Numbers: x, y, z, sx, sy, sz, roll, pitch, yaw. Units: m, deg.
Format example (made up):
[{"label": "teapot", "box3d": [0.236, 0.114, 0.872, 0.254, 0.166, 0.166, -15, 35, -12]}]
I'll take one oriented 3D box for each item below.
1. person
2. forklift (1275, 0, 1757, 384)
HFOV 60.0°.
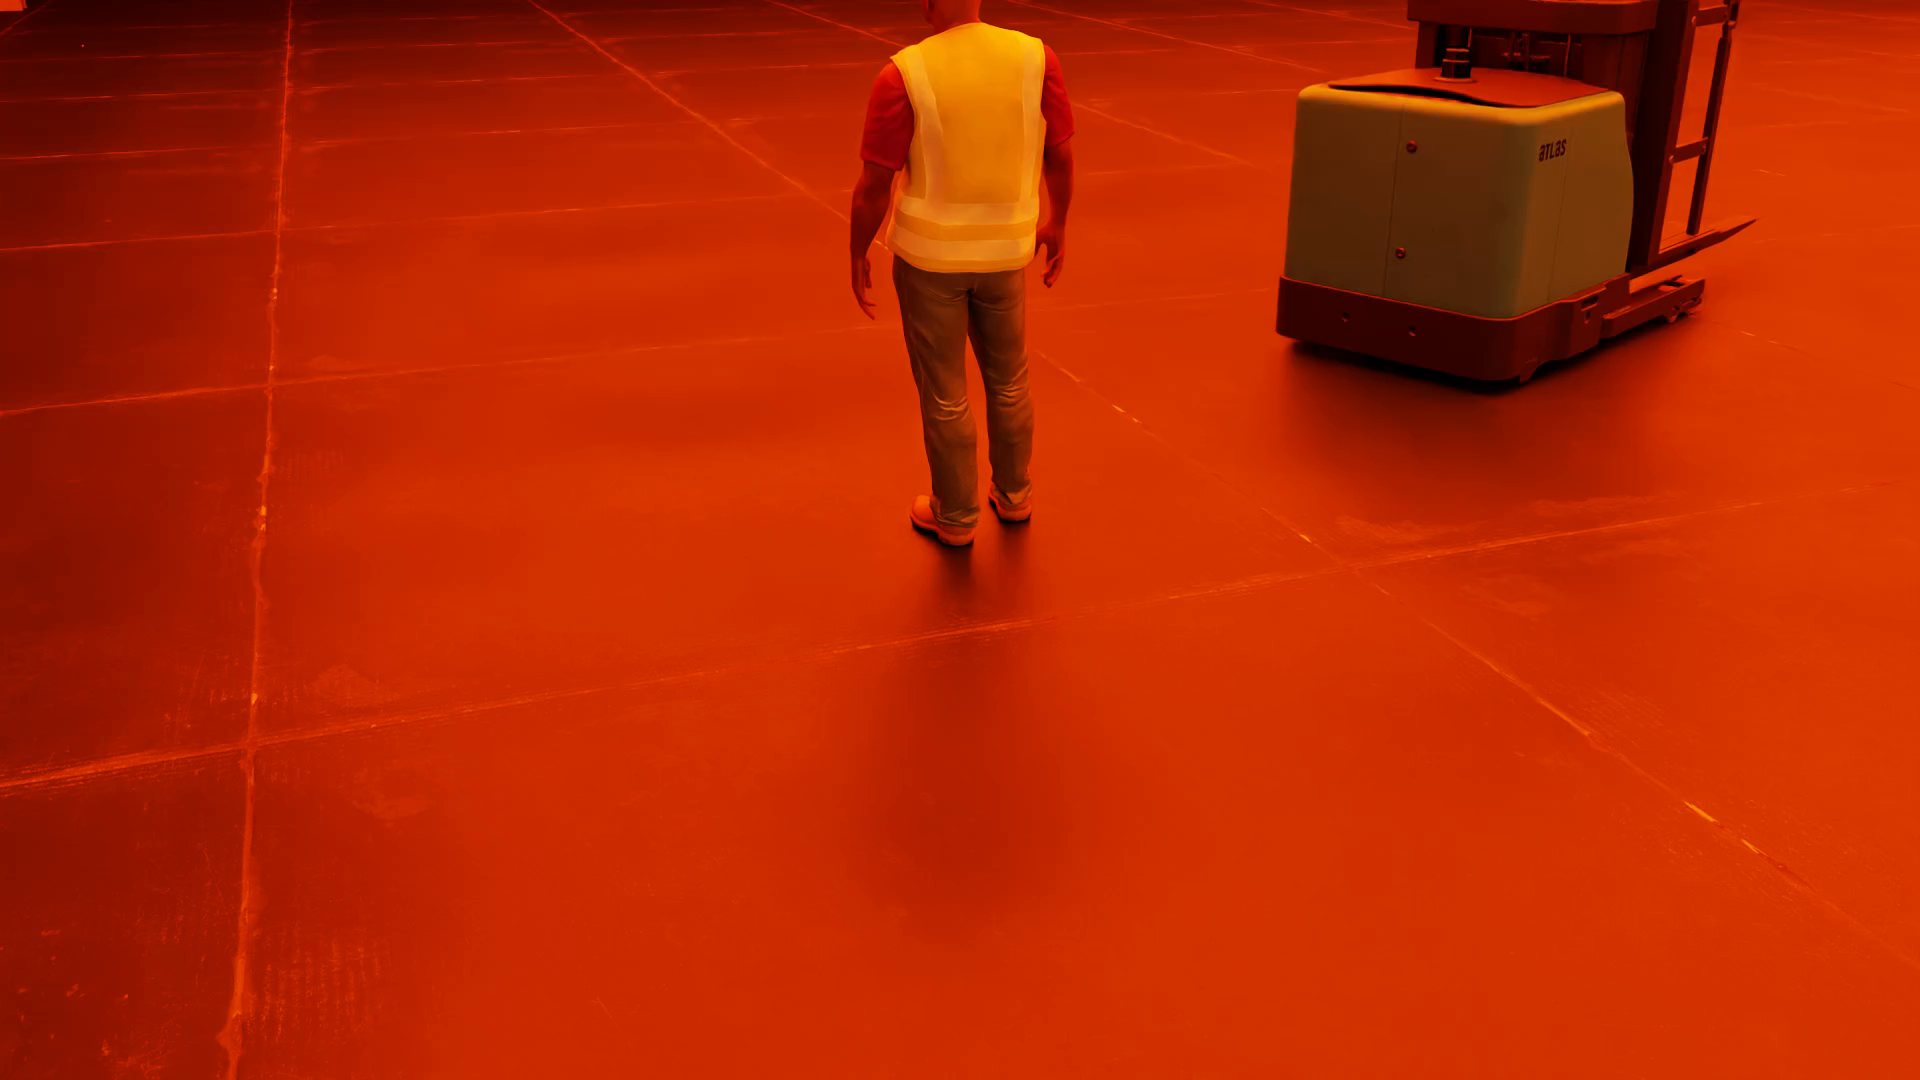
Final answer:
[{"label": "person", "box3d": [-0.019, -0.847, 4.797, 0.665, 1.768, 0.575, -8, 24, -18]}, {"label": "forklift", "box3d": [2.709, -2.435, 7.088, 1.130, 2.935, 3.031, 21, 30, 40]}]
